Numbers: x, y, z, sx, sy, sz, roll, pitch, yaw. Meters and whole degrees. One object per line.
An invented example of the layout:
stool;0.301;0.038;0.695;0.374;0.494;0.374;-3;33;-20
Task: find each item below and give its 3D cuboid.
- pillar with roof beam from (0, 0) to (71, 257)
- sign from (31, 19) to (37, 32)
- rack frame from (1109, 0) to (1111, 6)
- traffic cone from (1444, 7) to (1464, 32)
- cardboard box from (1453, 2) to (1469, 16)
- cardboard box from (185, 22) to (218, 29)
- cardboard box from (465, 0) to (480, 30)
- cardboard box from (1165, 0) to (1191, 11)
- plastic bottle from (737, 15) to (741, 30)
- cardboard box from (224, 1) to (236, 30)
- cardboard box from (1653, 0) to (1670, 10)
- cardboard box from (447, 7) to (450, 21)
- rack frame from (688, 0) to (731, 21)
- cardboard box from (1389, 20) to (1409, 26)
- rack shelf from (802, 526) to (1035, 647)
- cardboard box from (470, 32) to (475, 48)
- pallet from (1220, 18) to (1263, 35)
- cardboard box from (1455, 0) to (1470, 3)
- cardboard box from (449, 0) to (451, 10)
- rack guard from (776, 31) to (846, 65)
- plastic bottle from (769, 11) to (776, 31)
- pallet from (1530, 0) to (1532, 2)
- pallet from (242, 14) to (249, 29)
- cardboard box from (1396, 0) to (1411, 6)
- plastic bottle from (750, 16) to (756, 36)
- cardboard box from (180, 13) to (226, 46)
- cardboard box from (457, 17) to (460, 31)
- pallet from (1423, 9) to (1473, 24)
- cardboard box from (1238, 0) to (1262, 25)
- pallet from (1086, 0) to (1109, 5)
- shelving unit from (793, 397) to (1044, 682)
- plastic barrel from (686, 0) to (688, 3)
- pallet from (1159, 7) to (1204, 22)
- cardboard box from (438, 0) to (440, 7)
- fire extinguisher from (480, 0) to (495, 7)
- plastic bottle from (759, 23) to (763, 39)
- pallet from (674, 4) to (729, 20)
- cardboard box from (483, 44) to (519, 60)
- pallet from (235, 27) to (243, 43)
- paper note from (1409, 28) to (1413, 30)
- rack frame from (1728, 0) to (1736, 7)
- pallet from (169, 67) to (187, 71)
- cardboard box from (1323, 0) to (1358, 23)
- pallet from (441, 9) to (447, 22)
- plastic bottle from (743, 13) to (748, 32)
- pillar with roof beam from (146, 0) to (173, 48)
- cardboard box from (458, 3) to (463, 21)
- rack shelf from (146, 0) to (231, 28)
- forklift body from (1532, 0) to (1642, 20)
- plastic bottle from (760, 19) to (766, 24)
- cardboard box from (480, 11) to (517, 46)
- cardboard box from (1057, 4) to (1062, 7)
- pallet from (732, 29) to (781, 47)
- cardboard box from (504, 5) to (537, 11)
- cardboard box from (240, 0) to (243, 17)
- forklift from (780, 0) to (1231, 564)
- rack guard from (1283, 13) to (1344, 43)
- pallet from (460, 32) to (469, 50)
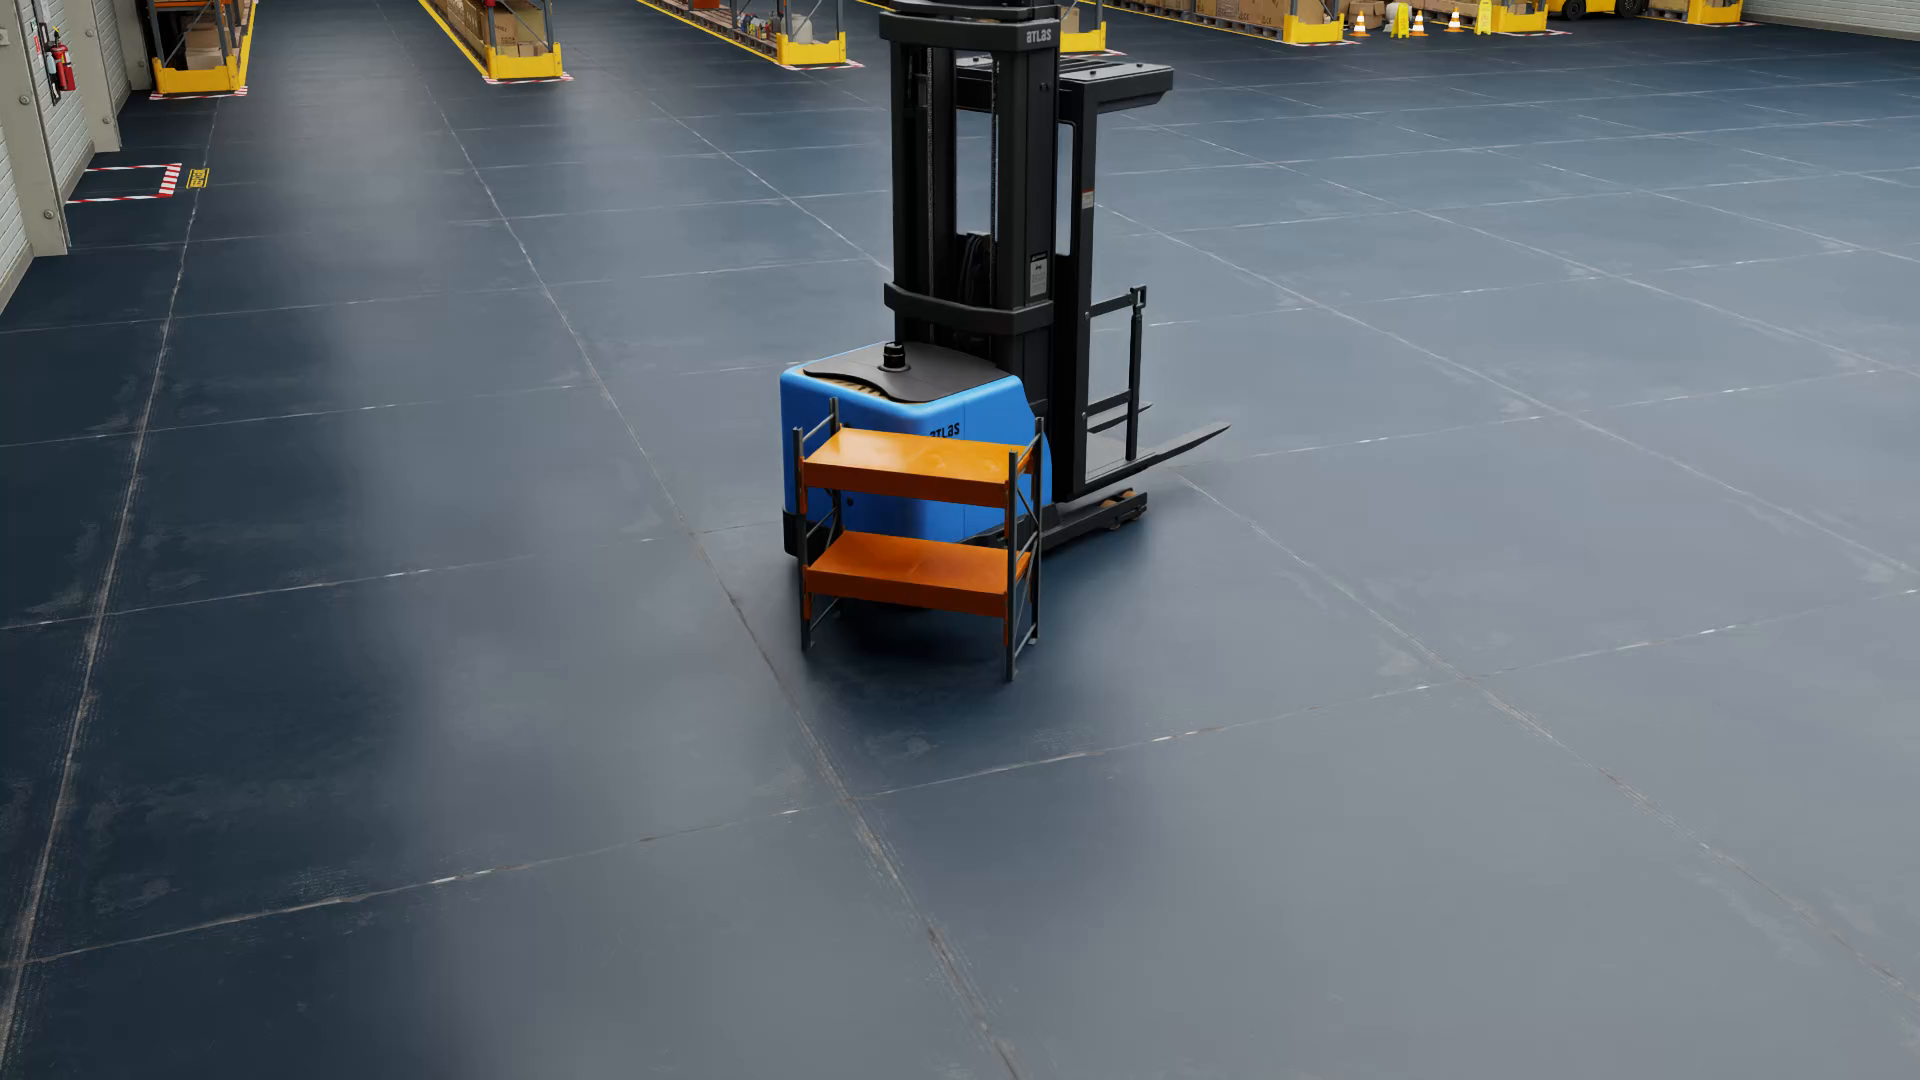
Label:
pillar with roof beam;-4.573;-7.469;15.384;9.100;9.000;0.400;-8;24;-19
sign;-9.777;-5.439;17.564;0.001;0.109;0.331;-8;24;-19
rack frame;3.969;-13.928;38.432;1.000;3.000;0.127;-8;24;-19
traffic cone;10.031;-10.547;33.678;0.336;0.463;0.334;-8;24;-19
cardboard box;10.677;-11.109;34.745;0.500;0.250;0.500;-8;24;-19
cardboard box;-12.792;-8.471;28.137;0.500;0.500;0.500;-10;25;-23
cardboard box;-8.508;-9.352;29.612;0.500;0.500;0.500;-8;24;-19
cardboard box;5.078;-11.844;35.845;1.050;0.750;0.750;-8;24;-19
plastic bottle;-4.225;-9.920;31.871;0.097;0.271;0.097;0;23;0
cardboard box;-14.306;-10.041;31.864;0.700;0.500;0.500;-8;24;-18
cardboard box;15.404;-11.655;36.040;0.500;0.250;0.500;-8;24;-19
cardboard box;-10.066;-10.622;33.589;0.500;0.250;0.500;-8;24;-19
rack frame;-5.341;-12.604;35.292;1.000;3.000;0.127;-8;24;-19
cardboard box;9.037;-10.622;34.260;0.380;0.149;0.250;4;23;9
rack shelf;-0.186;0.210;7.934;1.000;0.278;0.538;7;24;16
cardboard box;-8.339;-8.824;29.323;0.500;0.250;0.500;-8;24;-19
pallet;6.012;-10.458;33.791;1.003;0.211;1.213;-8;24;-19
cardboard box;10.675;-11.453;34.596;0.500;0.500;0.500;-7;24;-17
cardboard box;-9.872;-10.690;33.030;0.500;0.311;0.500;-9;24;-20
rack guard;-2.586;-8.567;28.931;1.175;0.500;0.348;-8;24;-19
plastic bottle;-3.566;-9.919;31.765;0.144;0.351;0.185;-8;24;-19
pallet;14.322;-12.850;39.466;1.003;0.211;1.213;-8;24;-19
pallet;-15.244;-10.699;34.363;1.003;0.211;1.213;-8;24;-19
cardboard box;9.933;-11.865;36.538;0.500;0.250;0.500;-10;25;-21
plastic bottle;-3.814;-9.560;30.913;0.144;0.351;0.185;-9;24;-19
cardboard box;-13.472;-9.107;29.648;0.700;0.500;0.500;-7;24;-17
cardboard box;-9.339;-9.880;31.828;0.500;0.250;0.500;-8;24;-18
pallet;10.682;-11.222;35.603;1.003;0.211;1.213;-8;24;-19
cardboard box;6.181;-10.792;33.188;0.875;0.875;0.875;-9;24;-20
pallet;3.694;-12.927;39.648;1.003;0.211;1.213;-8;24;-19
shelving unit;-0.186;-0.016;7.839;1.048;1.125;0.538;7;24;16
plastic barrel;-5.813;-12.020;36.568;0.421;0.512;0.421;0;23;0
pallet;5.039;-11.459;36.166;1.003;0.211;1.213;-8;24;-19
cardboard box;-11.078;-11.846;36.146;0.500;0.500;0.500;-8;24;-18
fire extinguisher;-7.543;-8.877;26.548;0.296;0.674;0.183;-8;24;-19
plastic bottle;-3.632;-9.295;30.373;0.061;0.283;0.133;-8;24;-18
pallet;-5.658;-11.600;36.500;1.003;0.211;1.213;-8;24;-19
cardboard box;-7.616;-8.100;27.605;0.500;0.250;0.500;-8;24;-19
pallet;-14.335;-9.676;31.935;1.003;0.211;1.213;-8;24;-19
paper note;9.194;-10.439;33.978;0.148;0.019;0.142;-18;29;-37
rack frame;16.032;-12.419;34.853;1.000;3.000;0.127;-8;24;-19
pallet;-12.064;-7.381;26.490;1.003;0.211;1.213;-8;24;-19
cardboard box;8.063;-11.278;35.186;0.797;0.637;0.503;-8;24;-19
pallet;-10.632;-11.360;35.931;1.003;0.211;1.213;-8;24;-19
plastic bottle;-4.031;-9.783;31.442;0.144;0.351;0.185;-8;24;-18
pillar with roof beam;-10.932;-14.009;30.901;9.100;9.000;0.400;-8;24;-19
cardboard box;-9.164;-9.953;31.281;0.500;0.311;0.500;-8;24;-18
rack shelf;-12.490;-8.733;27.035;1.077;0.370;4.000;-8;24;-19
forklift body;13.656;-12.467;36.059;2.313;2.155;1.214;-8;24;-19
plastic bottle;-3.684;-9.555;30.997;0.152;0.276;0.135;-8;24;-19
cardboard box;-7.618;-8.445;27.459;0.500;0.500;0.500;-8;24;-19
cardboard box;1.671;-9.860;31.460;0.500;0.500;0.500;-2;23;-5
pallet;-3.730;-9.616;31.793;1.003;0.211;1.213;-8;24;-19
cardboard box;-7.499;-8.878;28.485;0.500;0.500;0.500;-8;24;-19
cardboard box;-15.050;-11.052;33.837;0.750;0.750;0.750;-8;24;-19
forklift;0.425;-1.528;9.102;1.130;2.935;3.031;20;30;39
rack guard;6.803;-9.860;32.000;1.175;0.500;0.348;-8;24;-19
pallet;-8.860;-9.450;31.399;1.003;0.211;1.213;-8;24;-19
